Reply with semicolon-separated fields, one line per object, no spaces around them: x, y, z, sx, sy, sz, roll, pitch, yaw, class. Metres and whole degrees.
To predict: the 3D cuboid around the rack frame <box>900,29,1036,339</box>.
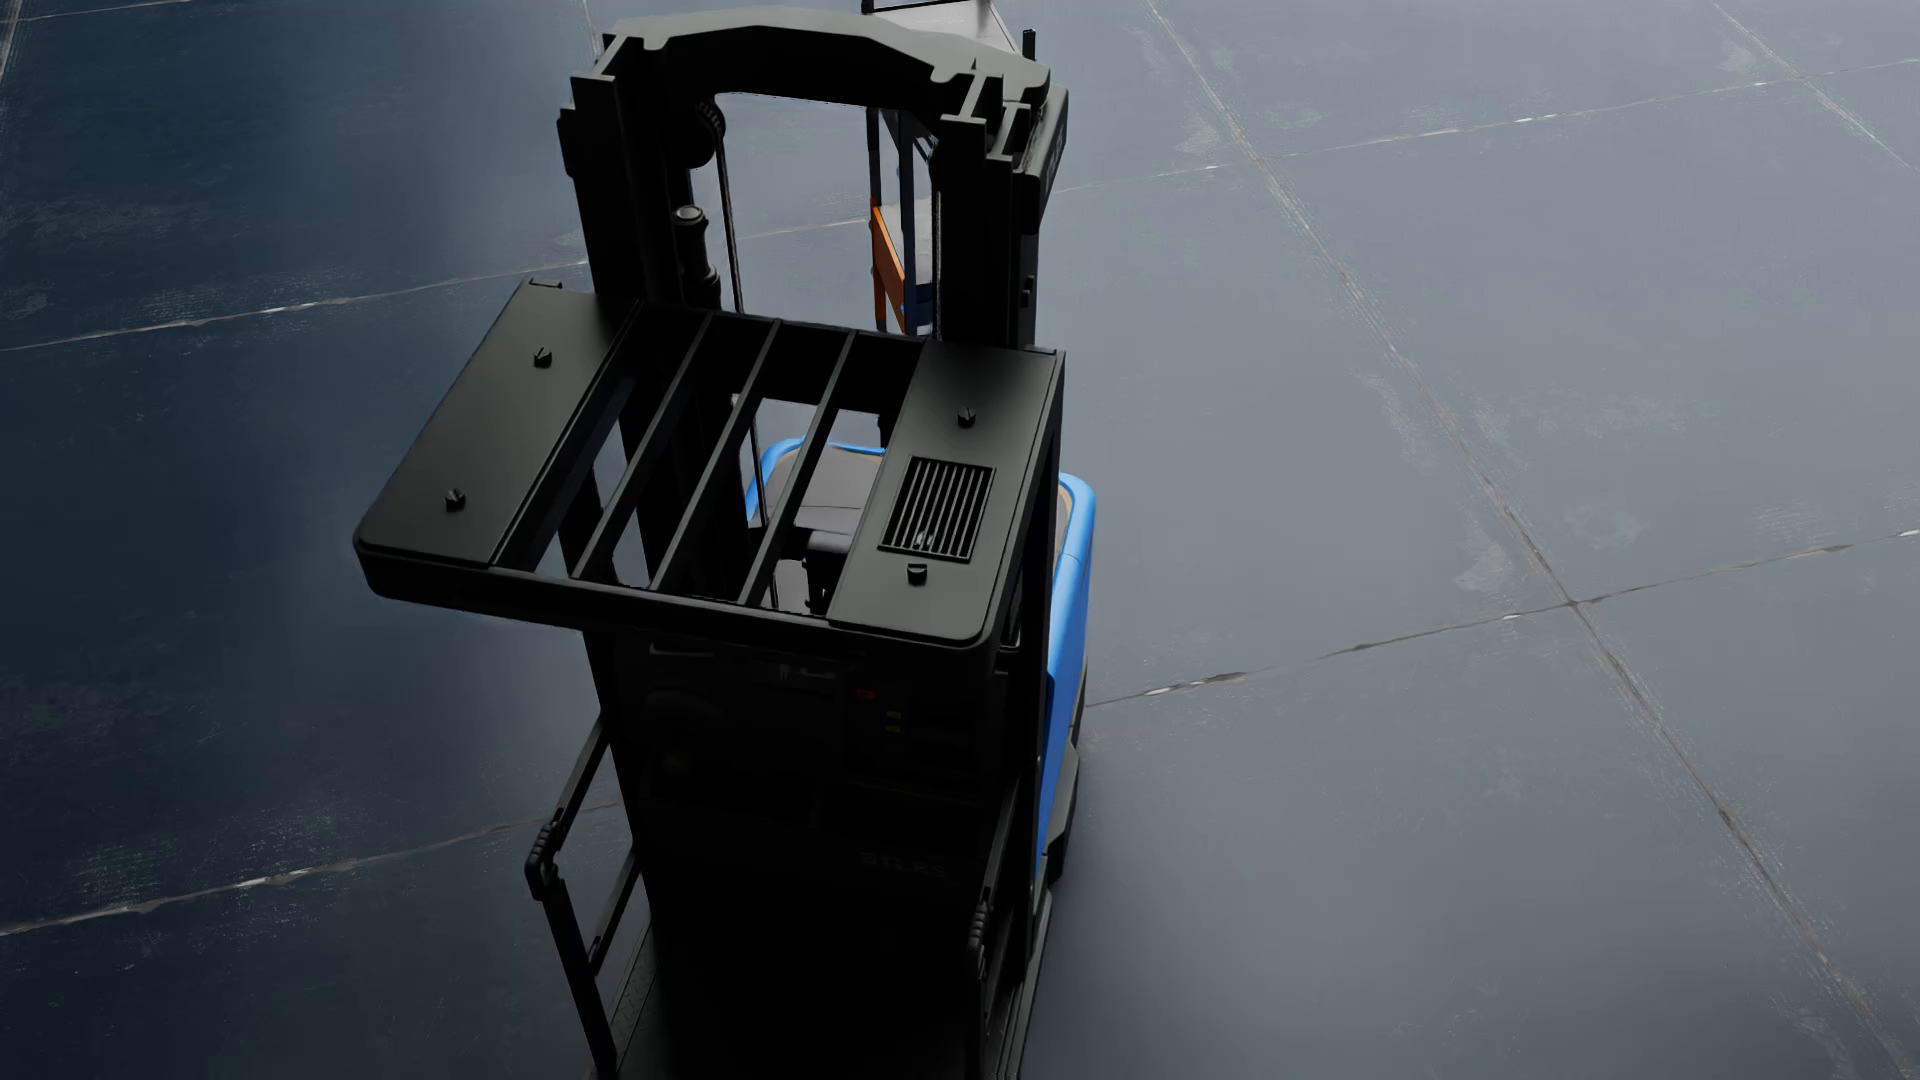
0.020;-0.681;5.447;0.400;2.100;0.015;-11;47;-10;rack frame

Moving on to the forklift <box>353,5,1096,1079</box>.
-0.395;0.494;3.714;1.130;2.935;3.031;9;46;8;forklift

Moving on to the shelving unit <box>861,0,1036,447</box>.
-0.042;-0.849;5.612;0.431;2.100;0.503;-11;47;-10;shelving unit

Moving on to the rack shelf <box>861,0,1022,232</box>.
-0.042;-1.330;5.122;0.431;0.518;0.480;-11;47;-10;rack shelf

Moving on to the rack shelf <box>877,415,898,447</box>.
-0.042;-0.350;6.122;0.431;0.518;0.480;-11;47;-10;rack shelf

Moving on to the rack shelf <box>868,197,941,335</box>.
-0.042;-0.840;5.622;0.431;0.518;0.480;-11;47;-10;rack shelf

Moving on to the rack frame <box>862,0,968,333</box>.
-0.105;-1.018;5.777;0.400;2.100;0.015;-11;47;-10;rack frame
